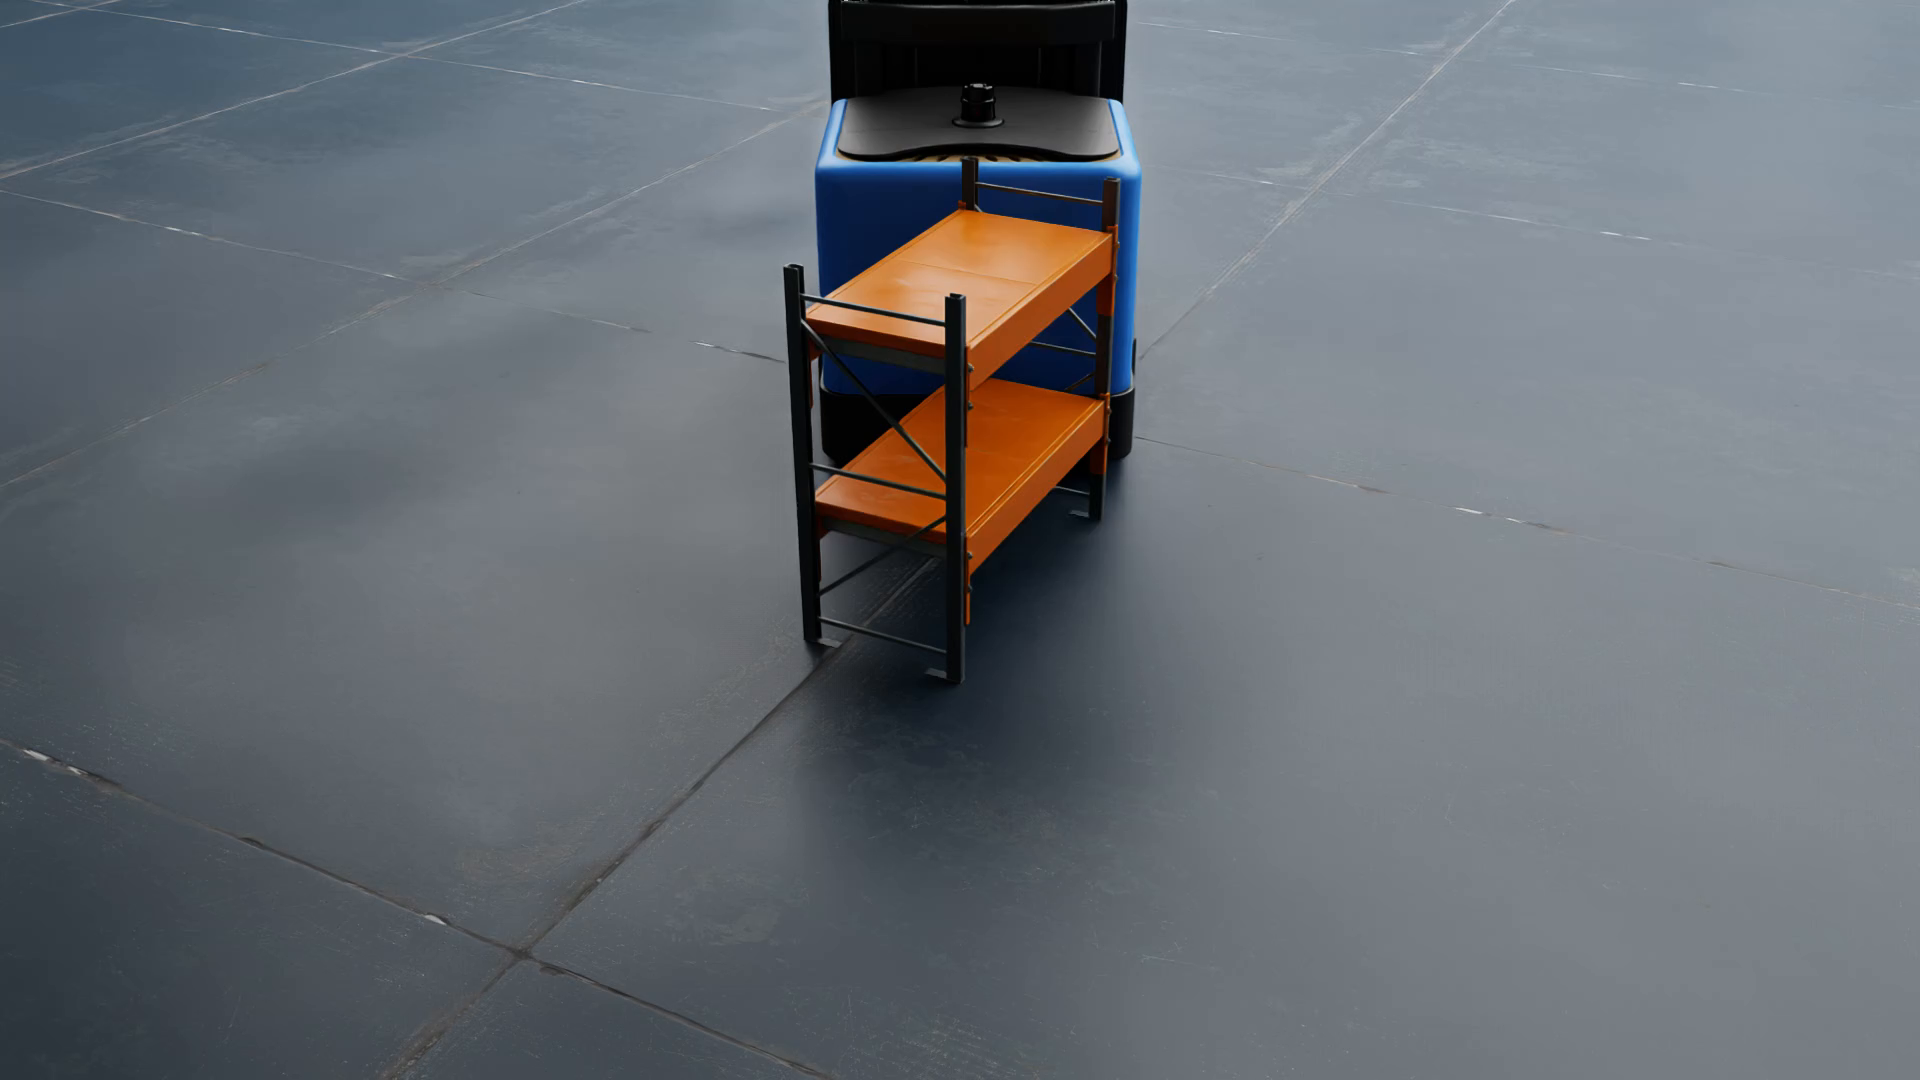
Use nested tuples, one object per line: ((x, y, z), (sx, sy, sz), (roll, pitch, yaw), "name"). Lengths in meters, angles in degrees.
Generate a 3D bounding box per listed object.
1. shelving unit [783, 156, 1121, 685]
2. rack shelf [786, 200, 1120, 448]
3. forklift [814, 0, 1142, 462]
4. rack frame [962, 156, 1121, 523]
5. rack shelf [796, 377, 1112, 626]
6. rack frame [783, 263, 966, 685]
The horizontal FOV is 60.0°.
((0.010, -0.379, 4.781), (0.538, 1.125, 1.048), (14, 33, 23), "shelving unit")
((0.010, -0.633, 4.635), (0.538, 0.278, 1.000), (14, 33, 23), "rack shelf")
((0.065, -2.224, 6.179), (1.130, 2.935, 3.031), (0, 30, 0), "forklift")
((0.235, -0.606, 5.176), (0.500, 1.125, 0.032), (14, 33, 23), "rack frame")
((0.010, -0.167, 4.902), (0.538, 0.278, 1.000), (14, 33, 23), "rack shelf")
((-0.216, -0.152, 4.386), (0.500, 1.125, 0.032), (14, 33, 23), "rack frame")
